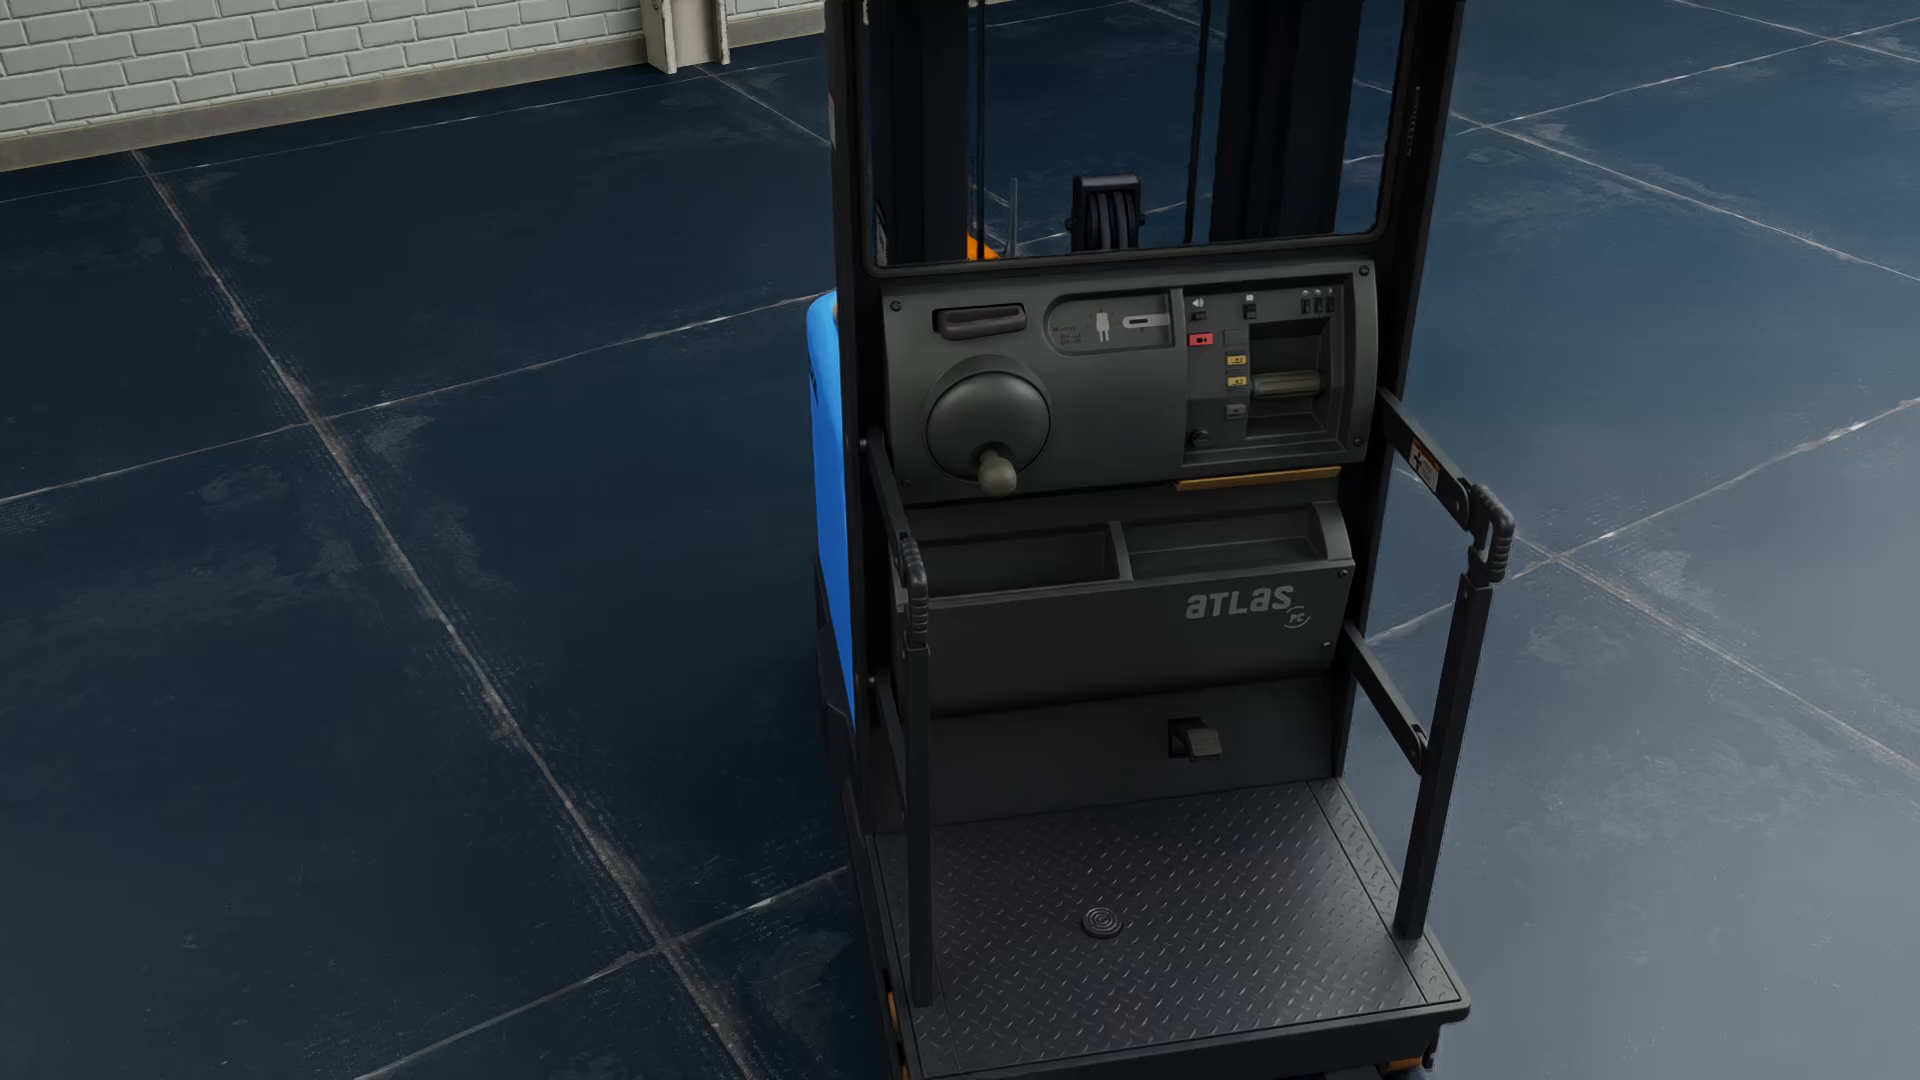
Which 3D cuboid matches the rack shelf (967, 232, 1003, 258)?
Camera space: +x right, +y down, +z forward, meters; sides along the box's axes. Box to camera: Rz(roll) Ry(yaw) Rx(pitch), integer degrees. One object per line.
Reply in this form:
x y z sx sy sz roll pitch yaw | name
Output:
0.012 -0.779 4.768 0.180 0.103 0.258 -19 37 -27 | rack shelf

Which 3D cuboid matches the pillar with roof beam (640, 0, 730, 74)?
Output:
0.756 -4.649 4.186 0.400 9.000 9.100 -19 37 -27 | pillar with roof beam

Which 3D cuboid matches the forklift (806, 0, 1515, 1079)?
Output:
0.364 -0.246 2.893 1.130 2.935 3.031 -6 33 -9 | forklift

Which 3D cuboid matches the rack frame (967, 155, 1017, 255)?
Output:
0.089 -0.538 4.978 0.006 1.200 0.240 -19 37 -27 | rack frame

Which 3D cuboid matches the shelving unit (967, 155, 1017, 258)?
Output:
0.012 -0.512 4.937 0.189 1.200 0.258 -19 37 -27 | shelving unit
